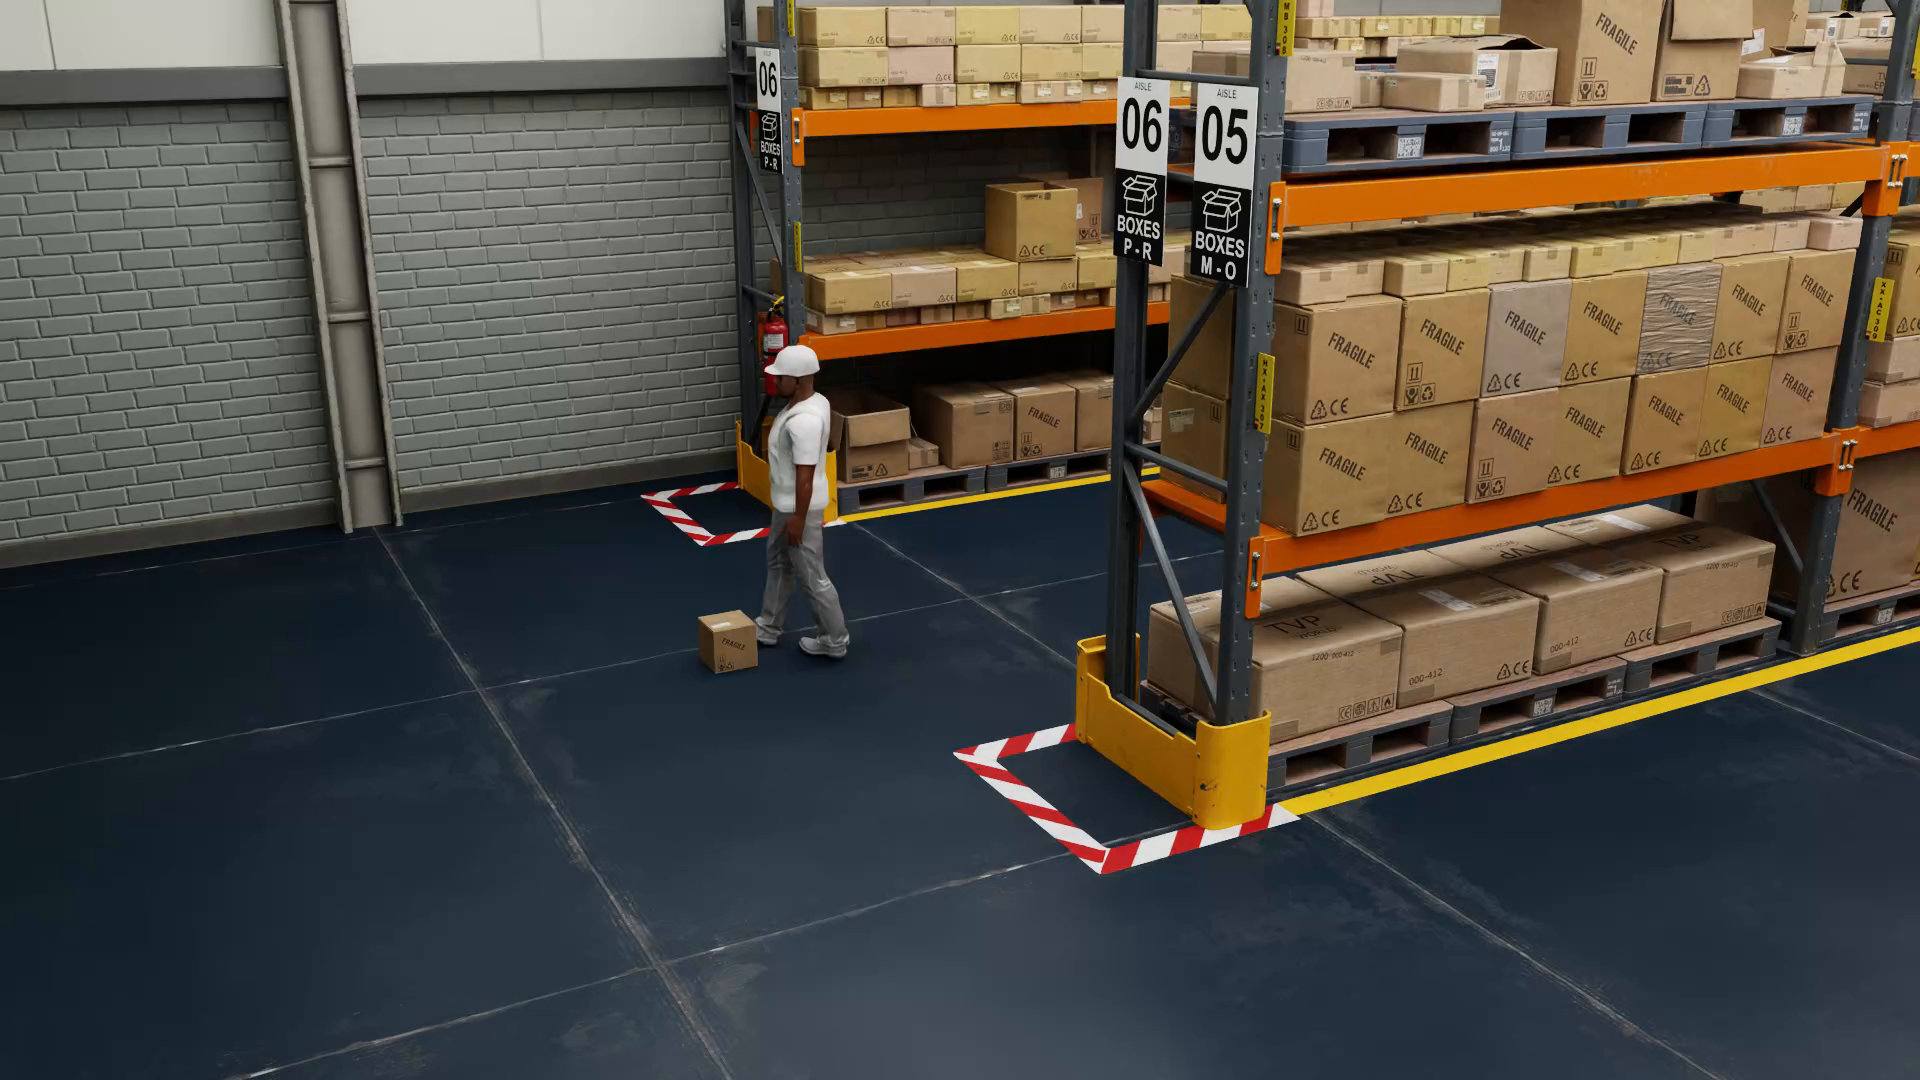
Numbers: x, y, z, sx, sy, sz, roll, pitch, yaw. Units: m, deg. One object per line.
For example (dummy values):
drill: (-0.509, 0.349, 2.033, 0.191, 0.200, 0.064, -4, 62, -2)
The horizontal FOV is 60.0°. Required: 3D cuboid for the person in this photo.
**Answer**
person: (-0.981, -0.203, 9.130, 0.716, 1.761, 0.587, -1, 18, -3)
